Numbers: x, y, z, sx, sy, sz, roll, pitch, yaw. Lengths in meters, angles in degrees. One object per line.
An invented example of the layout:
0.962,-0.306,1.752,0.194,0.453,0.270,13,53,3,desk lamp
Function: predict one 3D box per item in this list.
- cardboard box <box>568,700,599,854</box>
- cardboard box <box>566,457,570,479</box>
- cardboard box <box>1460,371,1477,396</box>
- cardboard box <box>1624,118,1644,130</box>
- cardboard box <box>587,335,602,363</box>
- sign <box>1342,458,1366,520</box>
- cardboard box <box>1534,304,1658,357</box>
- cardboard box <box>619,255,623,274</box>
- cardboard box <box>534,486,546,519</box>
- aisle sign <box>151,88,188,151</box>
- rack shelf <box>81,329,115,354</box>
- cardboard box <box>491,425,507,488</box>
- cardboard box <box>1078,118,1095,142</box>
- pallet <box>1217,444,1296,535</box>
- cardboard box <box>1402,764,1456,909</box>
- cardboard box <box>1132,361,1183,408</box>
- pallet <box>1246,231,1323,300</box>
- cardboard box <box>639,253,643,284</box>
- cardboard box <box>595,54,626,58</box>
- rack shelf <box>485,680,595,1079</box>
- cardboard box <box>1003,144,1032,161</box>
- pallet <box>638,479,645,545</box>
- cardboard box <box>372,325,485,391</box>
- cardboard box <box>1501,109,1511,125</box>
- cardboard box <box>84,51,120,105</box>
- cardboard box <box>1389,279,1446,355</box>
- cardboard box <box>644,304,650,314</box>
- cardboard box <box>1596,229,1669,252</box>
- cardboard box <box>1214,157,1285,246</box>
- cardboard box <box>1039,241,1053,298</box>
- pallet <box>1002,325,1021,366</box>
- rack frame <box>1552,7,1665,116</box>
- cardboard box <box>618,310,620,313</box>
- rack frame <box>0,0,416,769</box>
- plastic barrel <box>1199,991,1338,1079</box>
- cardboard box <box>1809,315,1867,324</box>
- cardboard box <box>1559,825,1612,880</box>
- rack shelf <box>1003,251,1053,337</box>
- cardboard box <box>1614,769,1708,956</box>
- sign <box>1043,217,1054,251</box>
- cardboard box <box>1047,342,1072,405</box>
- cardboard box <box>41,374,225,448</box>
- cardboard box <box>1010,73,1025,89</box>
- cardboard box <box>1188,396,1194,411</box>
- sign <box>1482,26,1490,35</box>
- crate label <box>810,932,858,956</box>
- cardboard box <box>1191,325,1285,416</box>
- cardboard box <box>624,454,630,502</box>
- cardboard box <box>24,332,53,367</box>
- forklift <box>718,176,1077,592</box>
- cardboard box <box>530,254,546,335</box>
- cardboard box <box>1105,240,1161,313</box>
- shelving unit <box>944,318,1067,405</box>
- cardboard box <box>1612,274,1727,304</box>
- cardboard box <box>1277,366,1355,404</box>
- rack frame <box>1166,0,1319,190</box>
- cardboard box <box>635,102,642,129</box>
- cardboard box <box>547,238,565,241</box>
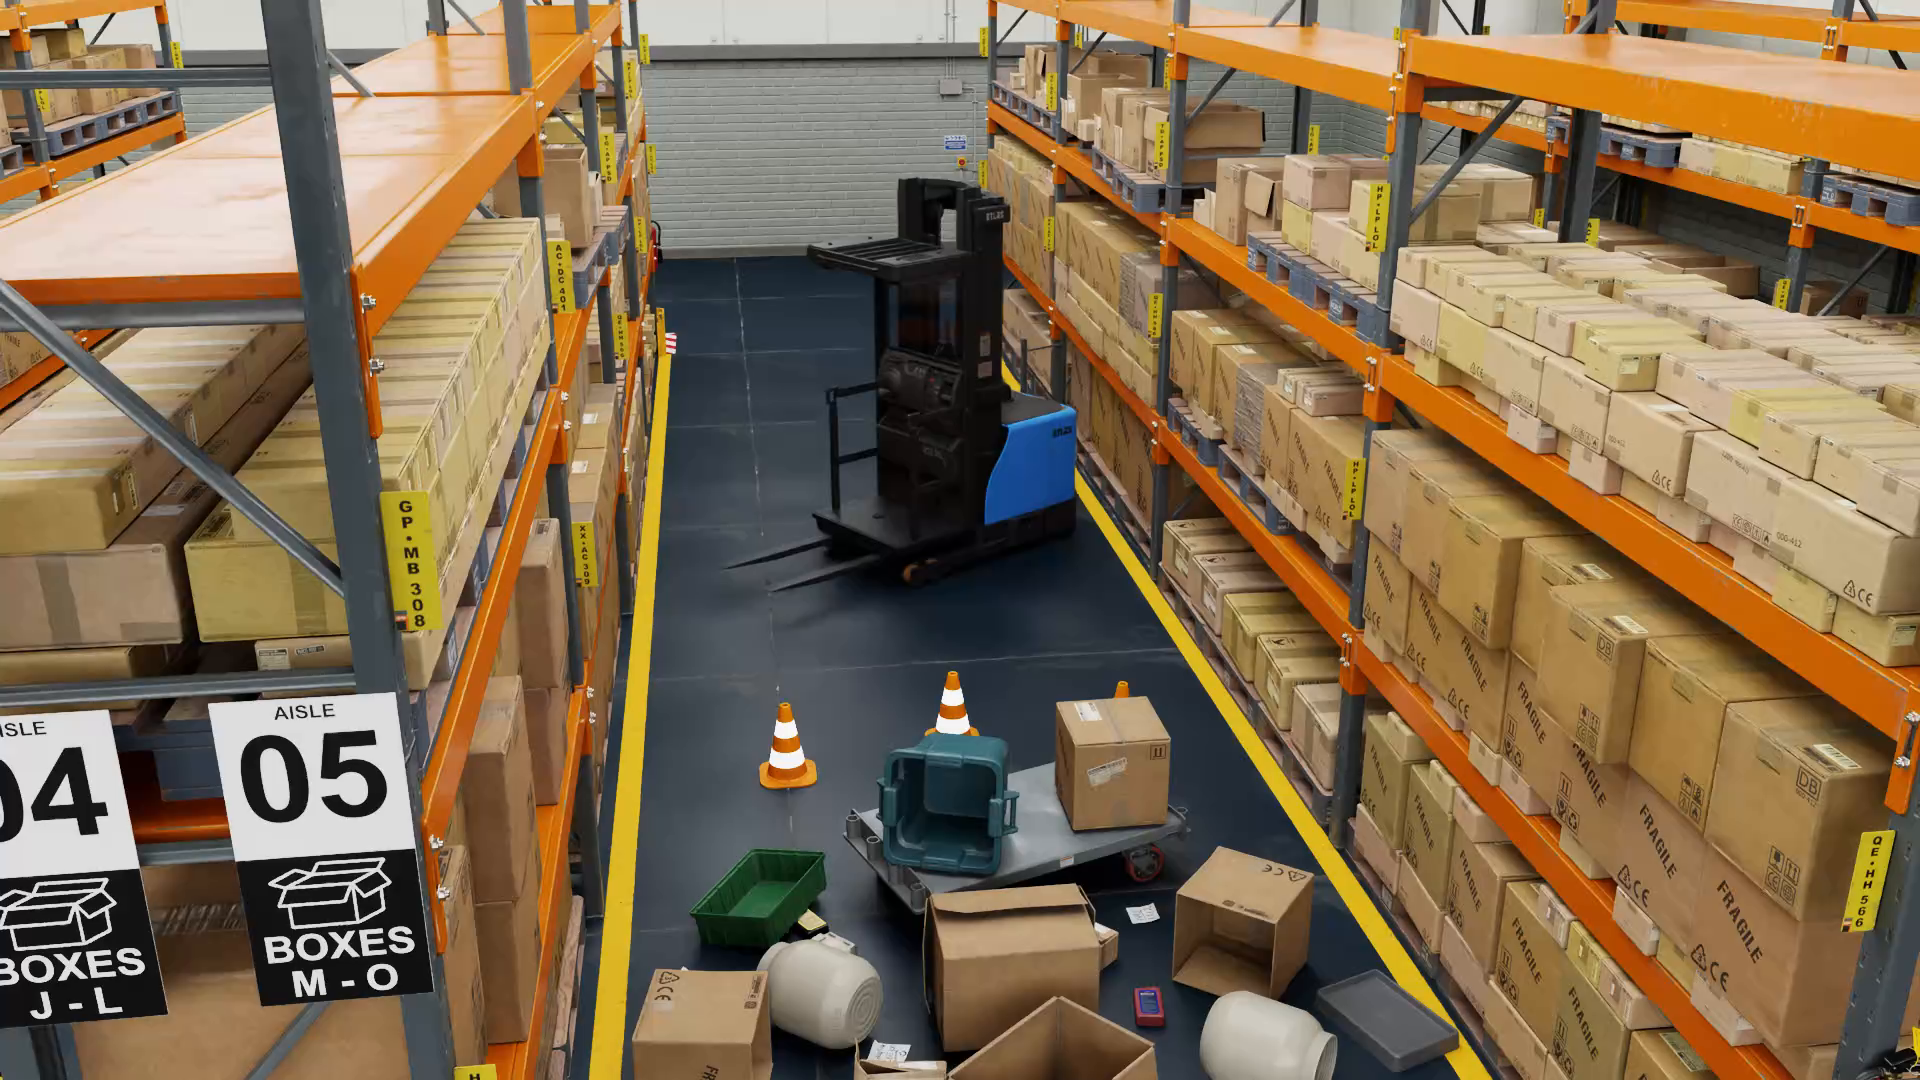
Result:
-2.508,1.187,8.866,1.050,0.750,0.750,-3,21,-8,cardboard box
-2.556,-0.499,9.194,0.700,0.500,0.500,-3,21,-7,cardboard box
2.484,-0.738,7.476,0.380,0.149,0.250,-3,21,-8,cardboard box
6.139,-3.731,14.749,0.380,0.149,0.250,-2,21,-6,cardboard box
-2.782,-1.374,12.015,0.380,0.149,0.250,-3,21,-8,cardboard box
2.005,-0.257,8.464,0.100,0.325,0.005,-3,21,-8,sign
2.518,-0.832,6.588,0.380,0.149,0.250,-3,21,-9,cardboard box
-3.232,-2.458,14.919,0.380,0.149,0.250,-2,21,-5,cardboard box
-2.311,0.094,7.420,0.875,0.550,0.550,-3,21,-8,cardboard box
-8.696,-4.657,18.183,0.394,0.787,0.004,-3,21,-8,aisle sign
-8.694,-2.370,16.802,1.077,0.370,4.000,-3,21,-8,rack shelf
-1.705,-0.266,5.469,0.380,0.149,0.250,-3,21,-7,cardboard box
1.237,-3.551,14.383,0.380,0.166,0.250,-4,21,-11,cardboard box
2.303,-0.356,10.656,1.003,0.211,1.213,-3,21,-8,pallet
2.461,1.398,7.943,0.500,0.500,0.500,-2,21,-6,cardboard box
1.647,-1.221,12.912,0.500,0.250,0.500,-4,21,-10,cardboard box
2.418,-1.640,9.800,1.213,0.211,1.003,-3,21,-8,pallet
-3.384,-2.771,16.280,0.500,0.500,0.500,-3,21,-8,cardboard box
-3.745,-5.091,17.702,0.380,0.149,0.250,-4,21,-9,cardboard box
-2.042,1.570,6.254,1.077,0.370,4.000,-3,21,-8,rack shelf
0.689,-4.308,18.465,0.380,0.149,0.250,-4,21,-10,cardboard box
-3.190,-0.230,14.031,1.003,0.211,1.213,-3,21,-8,pallet
-1.669,-0.551,5.094,0.380,0.149,0.250,-3,21,-8,cardboard box
5.875,-4.426,17.353,0.380,0.149,0.250,-3,21,-8,cardboard box
-8.770,-4.540,16.411,0.700,0.500,0.500,-4,21,-11,cardboard box
2.346,-1.052,7.749,0.500,0.250,0.500,-3,21,-9,cardboard box
-3.733,-2.584,18.971,0.380,0.149,0.250,-3,21,-7,cardboard box
6.235,-2.651,15.784,0.700,0.500,0.500,-3,21,-7,cardboard box
2.104,-2.253,11.030,0.700,0.500,0.500,-3,21,-8,cardboard box
1.081,-2.709,16.538,0.500,0.500,0.500,-3,21,-7,cardboard box
1.017,-2.320,19.626,1.003,0.211,1.213,-3,21,-8,pallet
6.312,-5.576,15.785,1.000,3.000,0.127,-3,21,-8,rack frame
-3.122,-1.918,14.323,0.380,0.149,0.250,-4,21,-11,cardboard box
-1.753,-0.885,3.225,1.000,3.000,0.127,-3,21,-8,rack frame
1.335,2.209,7.197,0.512,0.421,0.421,12,24,30,plastic barrel
6.643,-1.606,12.660,0.380,0.149,0.250,-2,21,-6,cardboard box
2.611,1.200,6.574,0.380,0.149,0.250,-3,21,-8,cardboard box
1.112,-2.870,18.140,1.077,0.370,4.000,-3,21,-8,rack shelf
2.712,1.107,5.898,0.500,0.500,0.500,-3,21,-8,cardboard box
0.852,-2.928,15.919,0.100,0.325,0.005,-3,21,-8,sign
1.416,-1.733,17.132,0.875,0.438,0.875,-3,21,-9,cardboard box
-2.248,-0.344,4.538,0.380,0.149,0.250,-3,21,-7,cardboard box
0.753,-5.042,18.257,0.380,0.149,0.250,-2,21,-6,cardboard box
1.848,-0.987,11.830,0.380,0.149,0.250,-4,21,-11,cardboard box
6.287,-5.992,19.919,0.100,0.325,0.005,-3,21,-8,sign
-0.648,2.032,8.080,0.250,0.136,0.298,17,27,39,crate label
1.895,-1.165,11.379,0.500,0.500,0.500,-2,21,-5,cardboard box
-2.766,-0.473,12.595,0.500,0.250,0.500,-4,21,-10,cardboard box
-8.004,-1.741,13.948,0.500,0.500,0.500,-2,21,-6,cardboard box
-0.473,-1.227,12.812,3.031,2.935,1.130,-17,26,-38,forklift
-2.005,-1.020,6.919,0.500,0.250,0.500,-3,21,-8,cardboard box
1.497,-2.160,13.640,0.500,0.500,0.500,-3,21,-8,cardboard box
0.387,-1.166,14.694,0.538,1.500,1.048,-16,26,-37,shelving unit
3.045,-1.043,7.153,0.380,0.149,0.250,-2,21,-6,cardboard box
2.089,-0.911,9.773,0.380,0.149,0.250,-4,21,-10,cardboard box
1.977,-3.940,11.403,1.000,3.000,0.127,-3,21,-8,rack frame
-3.497,-4.273,16.798,0.500,0.250,0.500,-2,21,-5,cardboard box
-2.275,-1.489,8.745,0.380,0.149,0.250,-3,21,-8,cardboard box
